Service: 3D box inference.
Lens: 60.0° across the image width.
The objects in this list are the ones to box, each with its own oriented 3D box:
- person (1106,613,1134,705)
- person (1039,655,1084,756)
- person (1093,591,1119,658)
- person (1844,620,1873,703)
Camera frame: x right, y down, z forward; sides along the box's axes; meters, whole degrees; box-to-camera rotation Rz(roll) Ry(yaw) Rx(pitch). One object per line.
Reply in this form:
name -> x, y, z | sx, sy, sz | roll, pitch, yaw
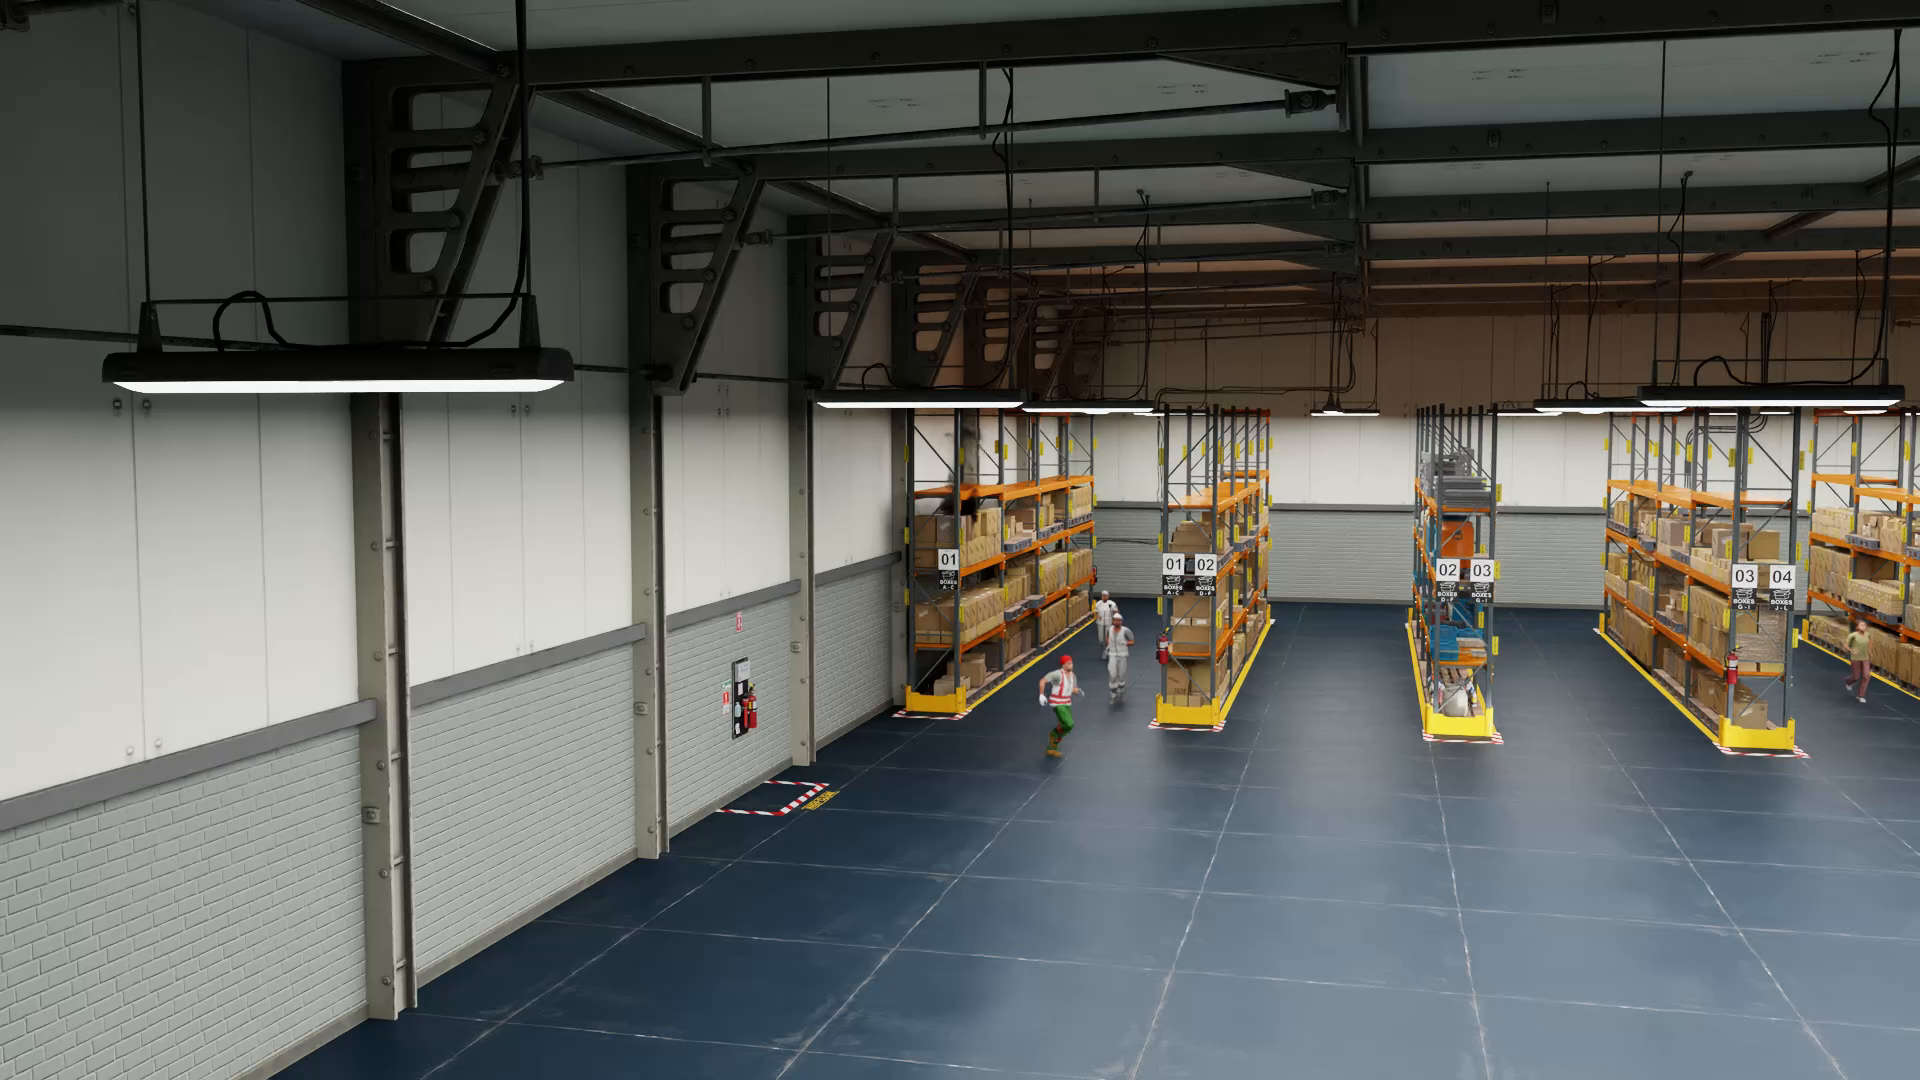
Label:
person -> 3.219, 2.395, 33.568 | 0.618, 1.850, 0.800 | 1, 4, 14
person -> 1.760, 2.807, 28.112 | 0.674, 1.726, 0.710 | 4, 6, 43
person -> 3.453, 2.026, 39.635 | 0.567, 1.618, 0.577 | 1, 4, 12
person -> 18.343, 2.452, 33.936 | 0.589, 1.668, 0.796 | 0, 4, 5
